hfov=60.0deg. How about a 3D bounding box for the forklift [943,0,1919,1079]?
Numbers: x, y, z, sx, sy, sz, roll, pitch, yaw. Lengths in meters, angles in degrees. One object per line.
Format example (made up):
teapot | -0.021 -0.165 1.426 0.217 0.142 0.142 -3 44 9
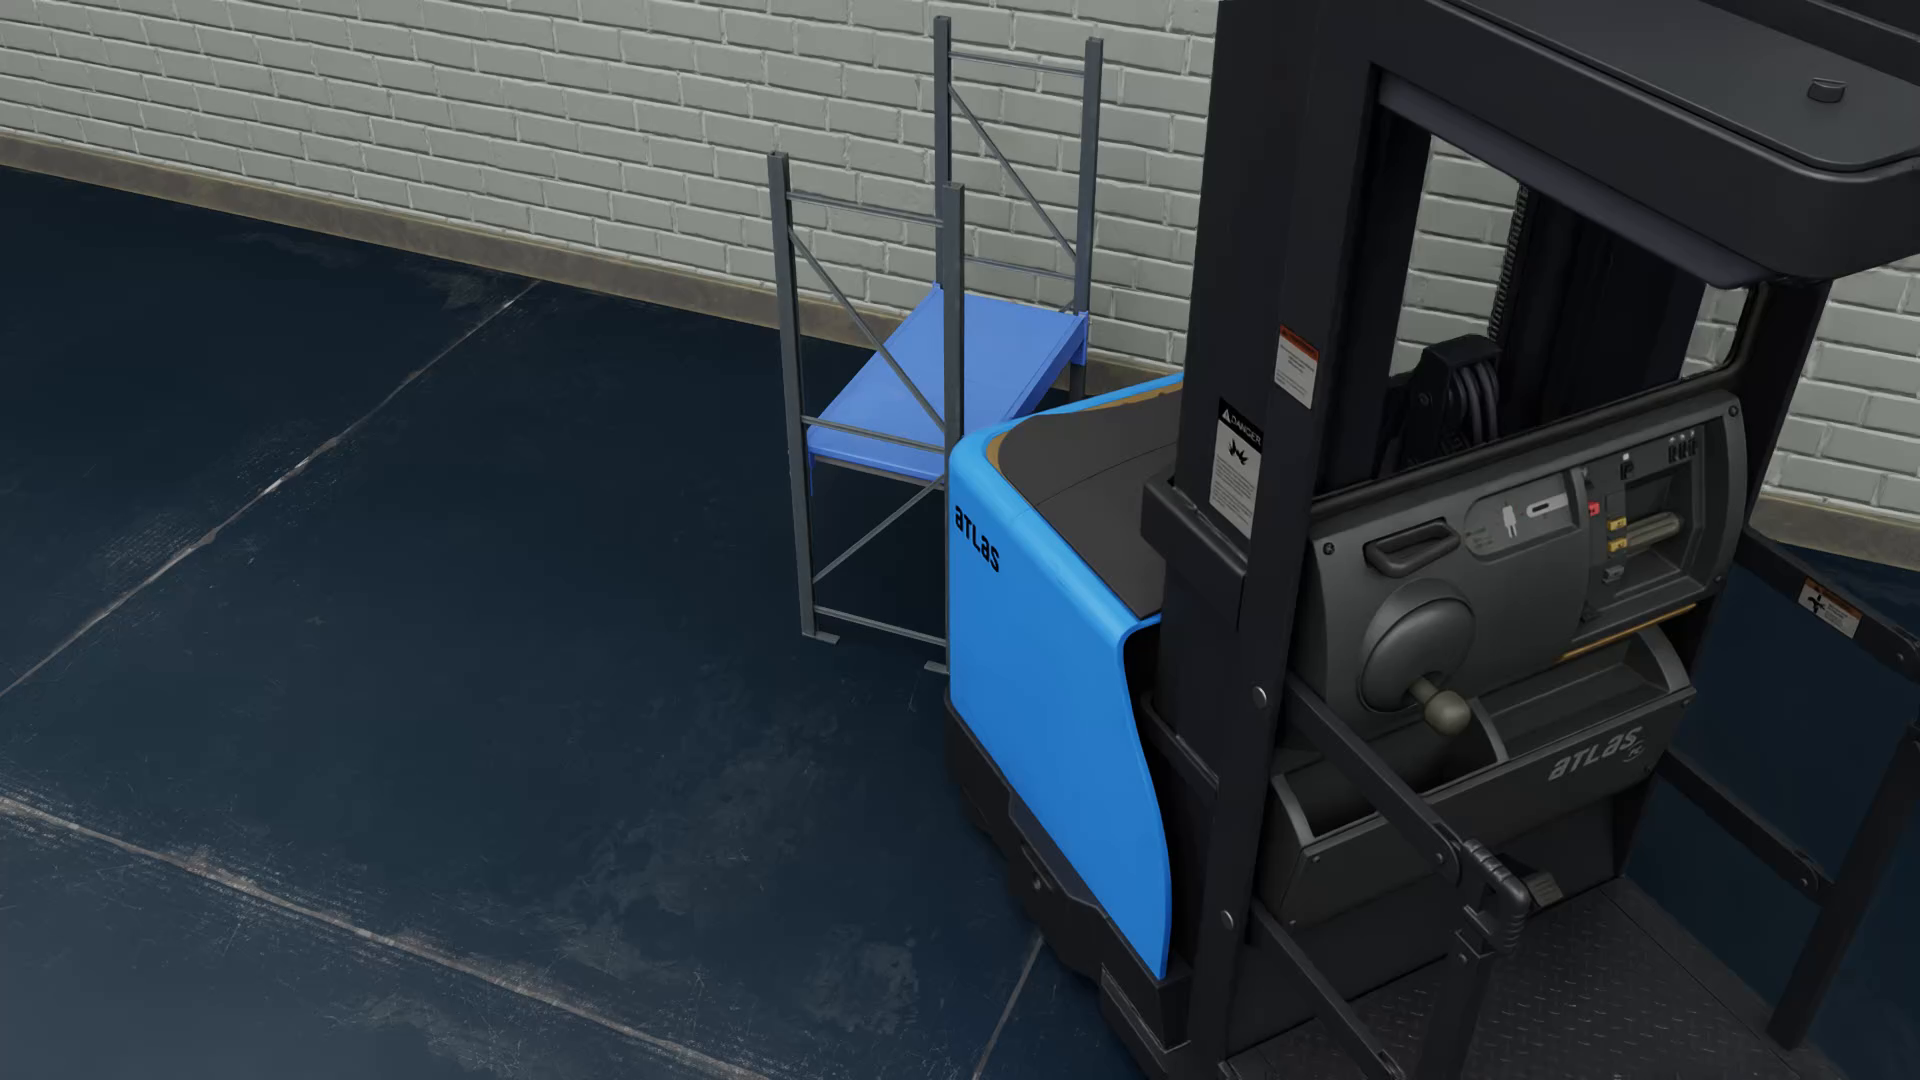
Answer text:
forklift | 1.079 0.103 2.664 1.130 2.935 3.031 -17 40 -21

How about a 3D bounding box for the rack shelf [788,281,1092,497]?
rack shelf | -0.032 -0.409 4.845 0.538 0.185 1.000 14 39 18

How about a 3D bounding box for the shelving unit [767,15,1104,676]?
shelving unit | -0.032 -0.553 4.738 0.538 1.500 1.048 14 39 18

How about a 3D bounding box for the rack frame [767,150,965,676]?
rack frame | -0.226 -0.272 4.361 0.500 1.500 0.032 14 39 18

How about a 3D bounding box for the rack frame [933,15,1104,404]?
rack frame | 0.161 -0.835 5.114 0.500 1.500 0.032 14 39 18
